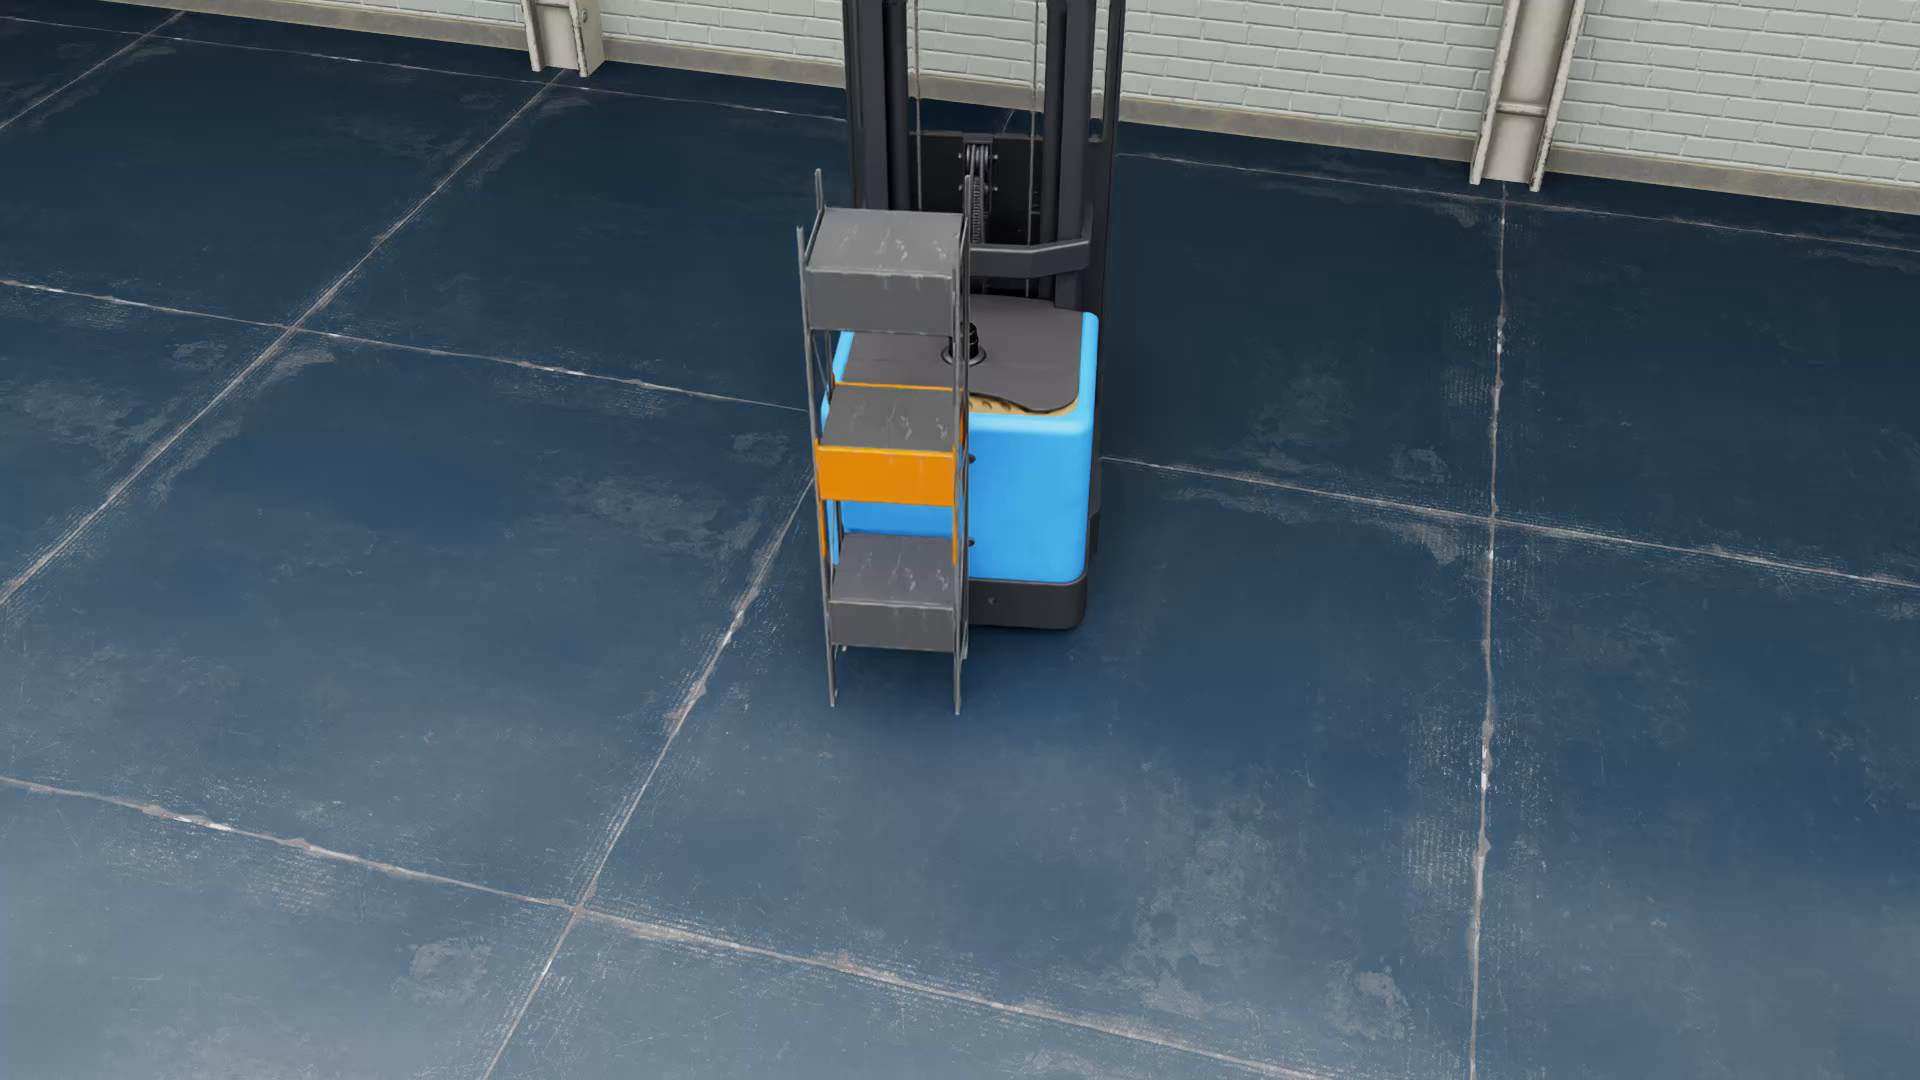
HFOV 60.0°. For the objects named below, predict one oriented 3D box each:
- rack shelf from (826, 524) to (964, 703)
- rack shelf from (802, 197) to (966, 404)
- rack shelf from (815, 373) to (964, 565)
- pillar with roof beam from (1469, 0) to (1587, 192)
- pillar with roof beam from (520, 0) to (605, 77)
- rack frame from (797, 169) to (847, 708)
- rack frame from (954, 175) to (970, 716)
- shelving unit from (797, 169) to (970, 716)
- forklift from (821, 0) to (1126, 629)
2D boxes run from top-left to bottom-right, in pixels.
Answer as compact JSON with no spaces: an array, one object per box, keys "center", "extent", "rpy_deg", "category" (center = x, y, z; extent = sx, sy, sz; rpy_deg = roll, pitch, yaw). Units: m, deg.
[{"center":[-0.236,0.281,6.392],"extent":[0.480,0.518,0.431],"rpy_deg":[3,40,4],"category":"rack shelf"},{"center":[-0.236,-0.791,5.492],"extent":[0.480,0.518,0.431],"rpy_deg":[3,40,4],"category":"rack shelf"},{"center":[-0.236,-0.255,5.942],"extent":[0.480,0.518,0.431],"rpy_deg":[3,40,4],"category":"rack shelf"},{"center":[2.101,-2.922,3.732],"extent":[0.400,9.000,9.100],"rpy_deg":[10,41,11],"category":"pillar with roof beam"},{"center":[-3.695,-3.919,4.920],"extent":[0.400,9.000,9.100],"rpy_deg":[10,41,11],"category":"pillar with roof beam"},{"center":[-0.479,-0.280,5.950],"extent":[0.015,2.100,0.400],"rpy_deg":[3,40,4],"category":"rack frame"},{"center":[0.007,-0.251,5.916],"extent":[0.015,2.100,0.400],"rpy_deg":[3,40,4],"category":"rack frame"},{"center":[-0.236,-0.265,5.933],"extent":[0.503,2.100,0.431],"rpy_deg":[3,40,4],"category":"shelving unit"},{"center":[0.114,-1.700,6.996],"extent":[1.130,2.935,3.031],"rpy_deg":[3,40,4],"category":"forklift"}]
